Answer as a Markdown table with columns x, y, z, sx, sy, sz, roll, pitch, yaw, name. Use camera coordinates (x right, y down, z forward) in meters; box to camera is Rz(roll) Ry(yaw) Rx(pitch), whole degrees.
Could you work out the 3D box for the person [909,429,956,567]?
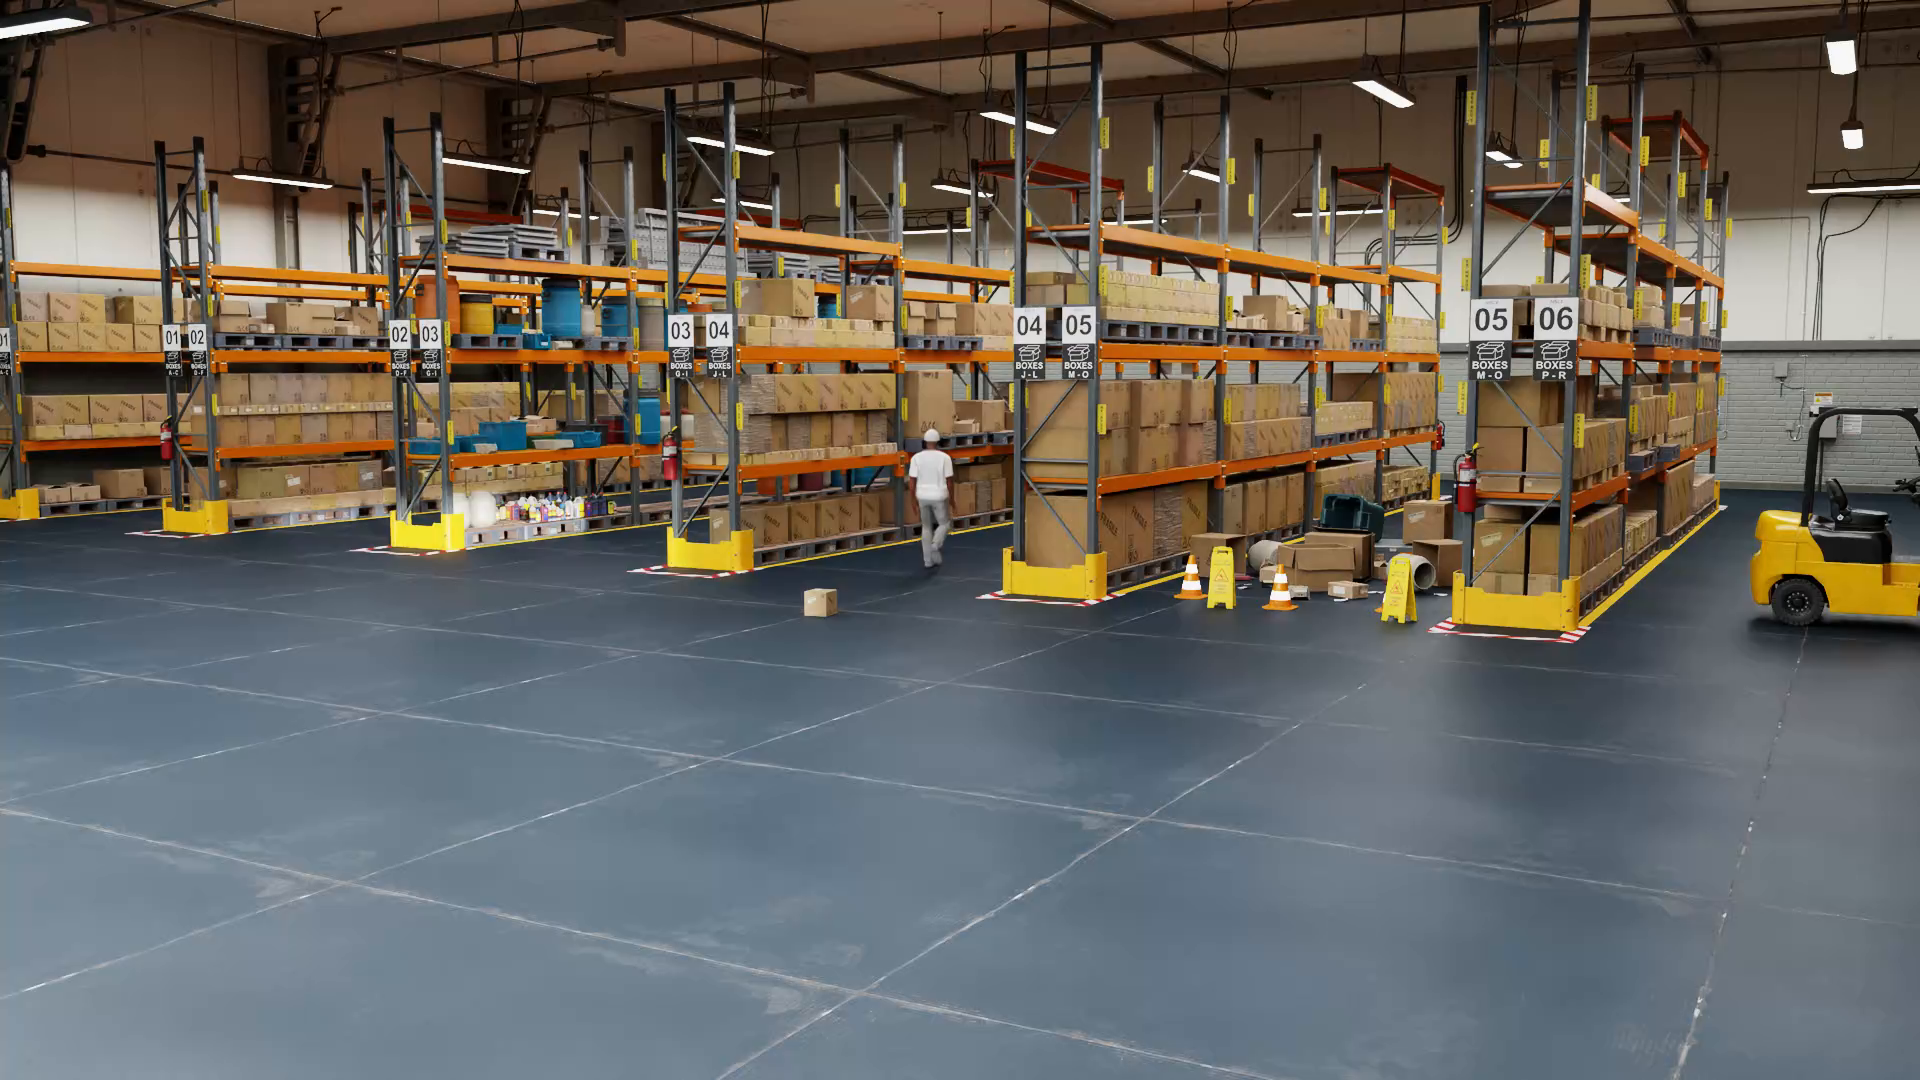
| x | y | z | sx | sy | sz | roll | pitch | yaw | name |
| --- | --- | --- | --- | --- | --- | --- | --- | --- | --- |
| -0.345 | -0.526 | 20.954 | 0.572 | 1.750 | 0.665 | 1 | 6 | 12 | person |
